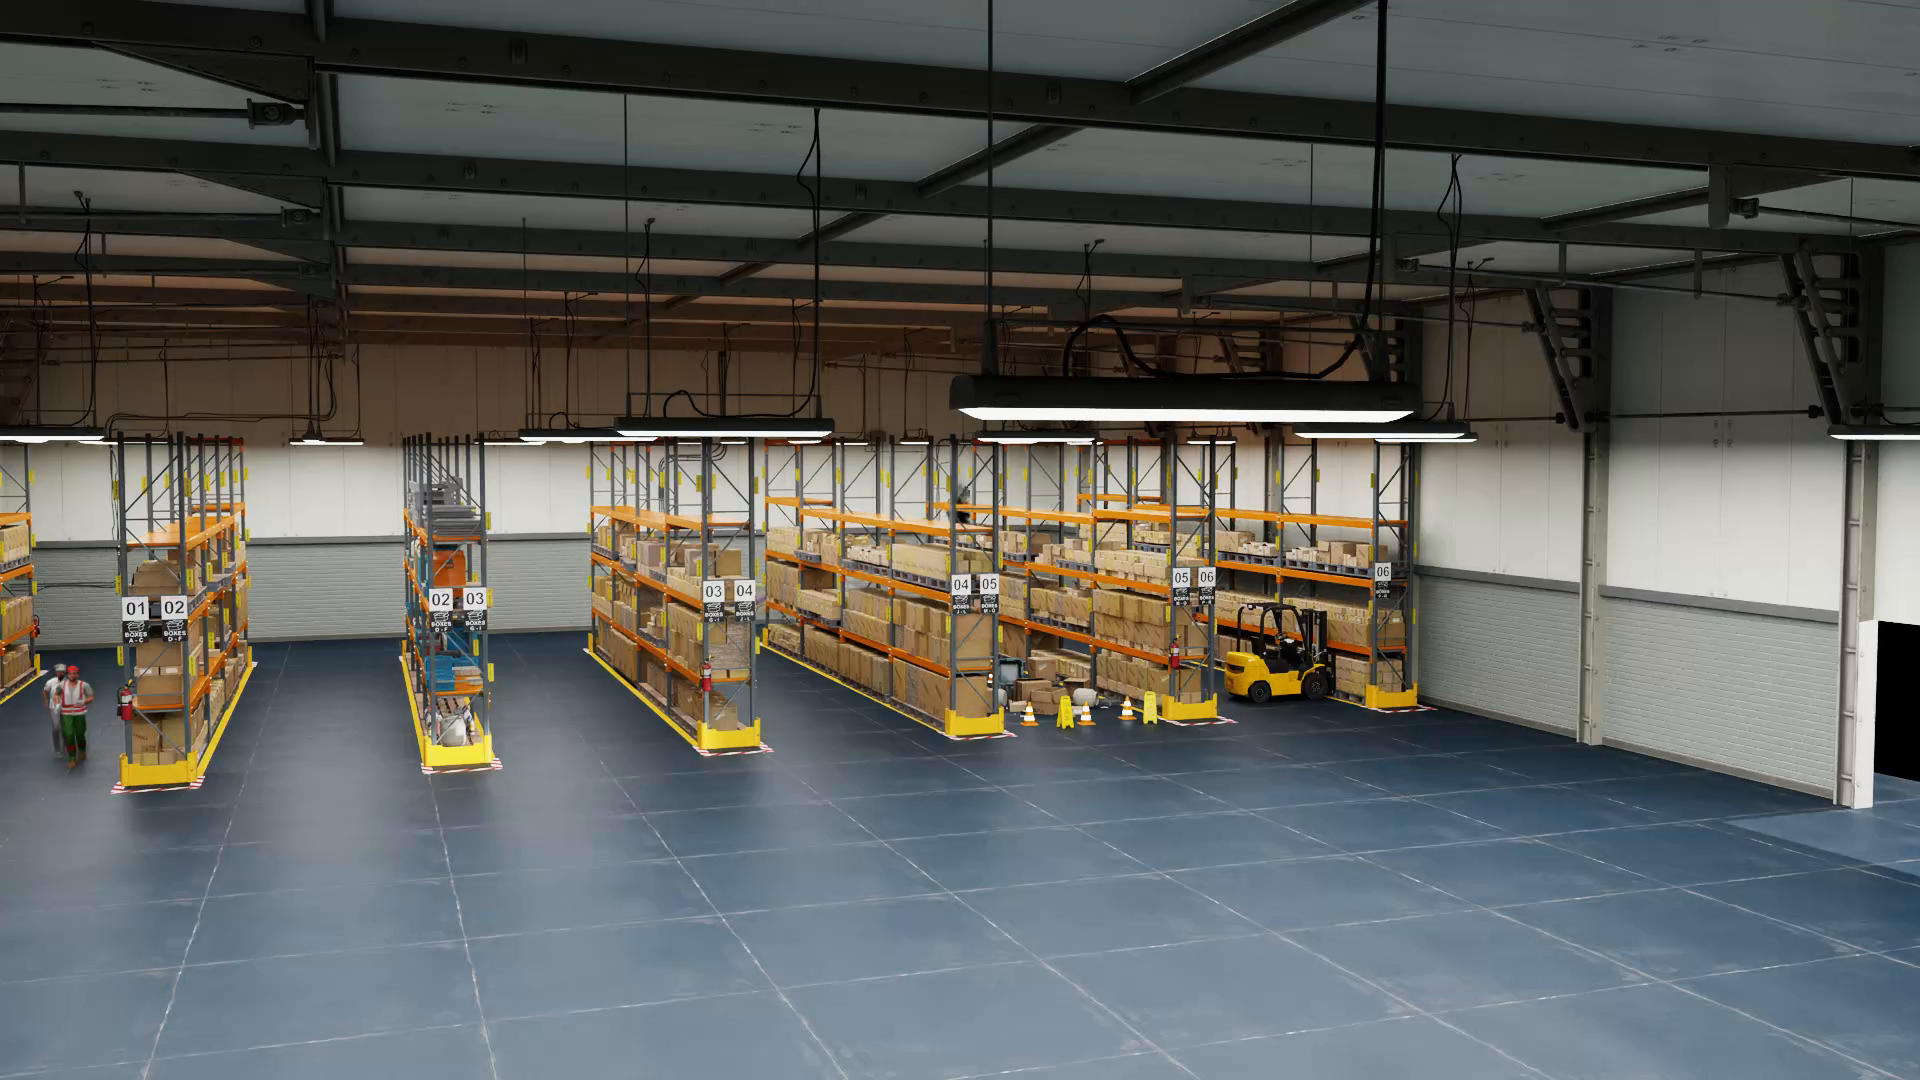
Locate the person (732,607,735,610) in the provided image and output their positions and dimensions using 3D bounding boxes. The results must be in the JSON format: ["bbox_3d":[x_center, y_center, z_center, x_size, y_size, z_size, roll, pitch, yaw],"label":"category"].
[{"bbox_3d":[-6.480,2.174,48.553,0.720,1.751,0.640,2,4,31],"label":"person"}]

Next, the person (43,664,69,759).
[{"bbox_3d":[-16.680,3.169,30.861,0.546,1.753,0.747,-2,4,-33],"label":"person"}]

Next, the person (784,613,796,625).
[{"bbox_3d":[-5.160,1.870,49.925,0.755,1.746,0.742,1,3,24],"label":"person"}]

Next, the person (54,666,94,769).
[{"bbox_3d":[-15.967,3.157,29.969,0.651,1.796,0.862,-1,3,-22],"label":"person"}]
